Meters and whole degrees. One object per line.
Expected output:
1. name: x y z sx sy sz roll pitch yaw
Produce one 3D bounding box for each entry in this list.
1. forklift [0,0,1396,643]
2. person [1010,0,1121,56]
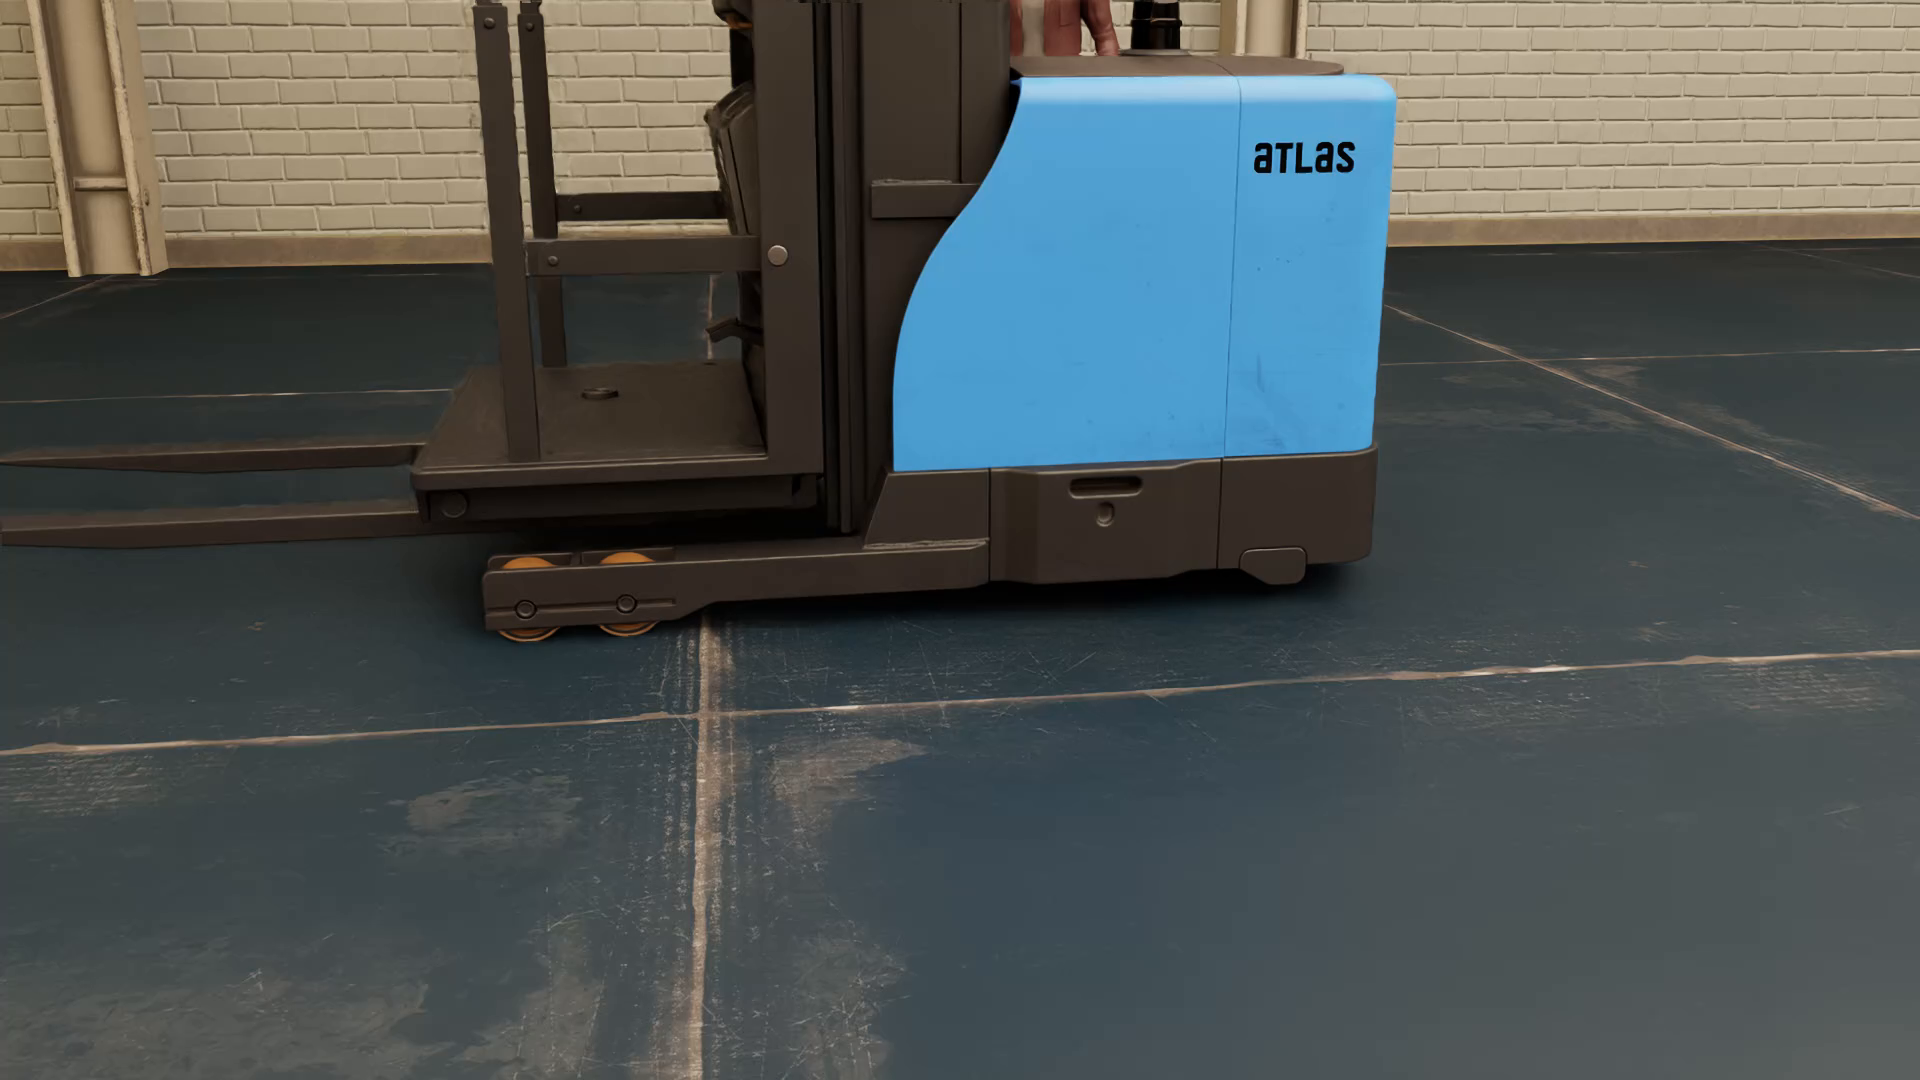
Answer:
1. forklift: -0.667 -1.365 3.415 3.031 2.935 1.130 -3 17 -9
2. person: 0.395 -2.030 7.691 0.905 1.748 0.430 3 17 11
